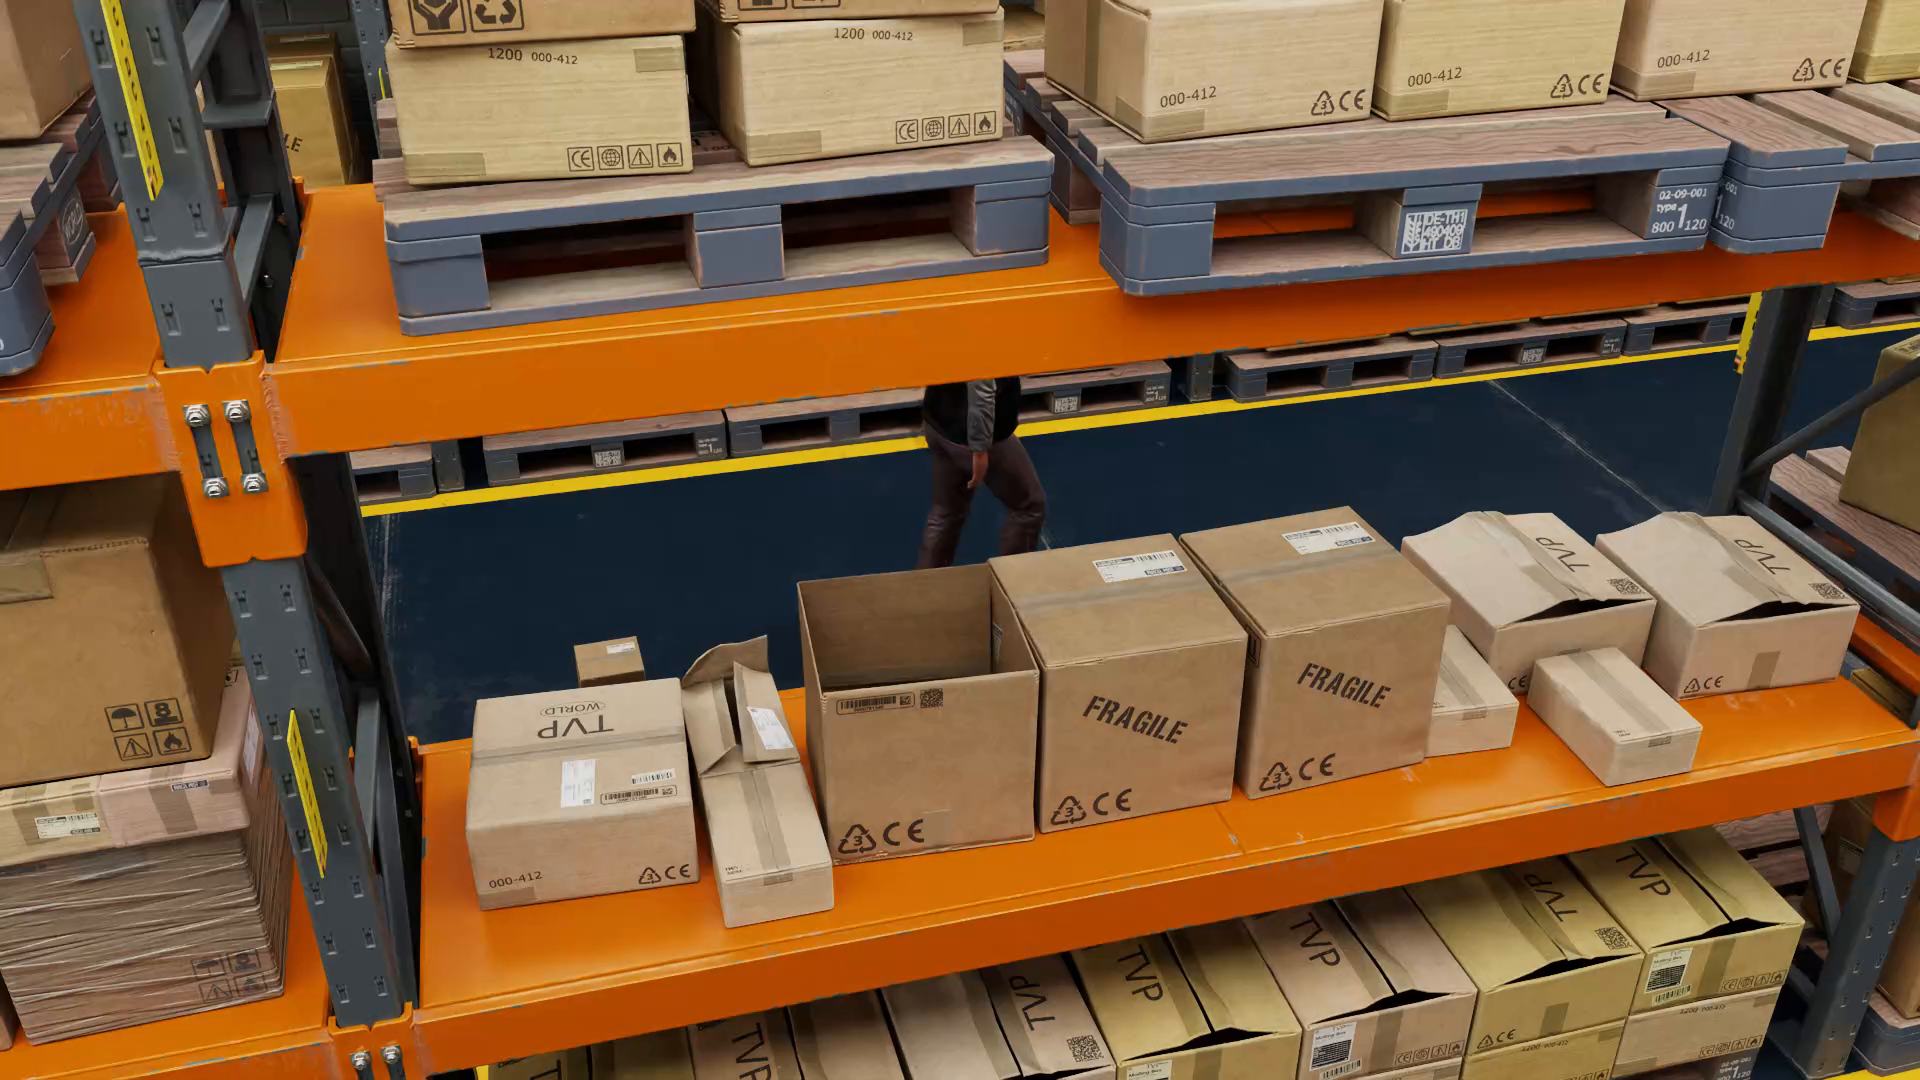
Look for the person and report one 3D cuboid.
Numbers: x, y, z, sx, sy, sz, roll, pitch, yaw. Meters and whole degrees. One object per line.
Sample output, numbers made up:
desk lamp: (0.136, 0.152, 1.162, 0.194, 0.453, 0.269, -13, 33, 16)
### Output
person: (0.066, -0.424, 6.914, 0.592, 1.783, 0.550, -16, 34, -25)
